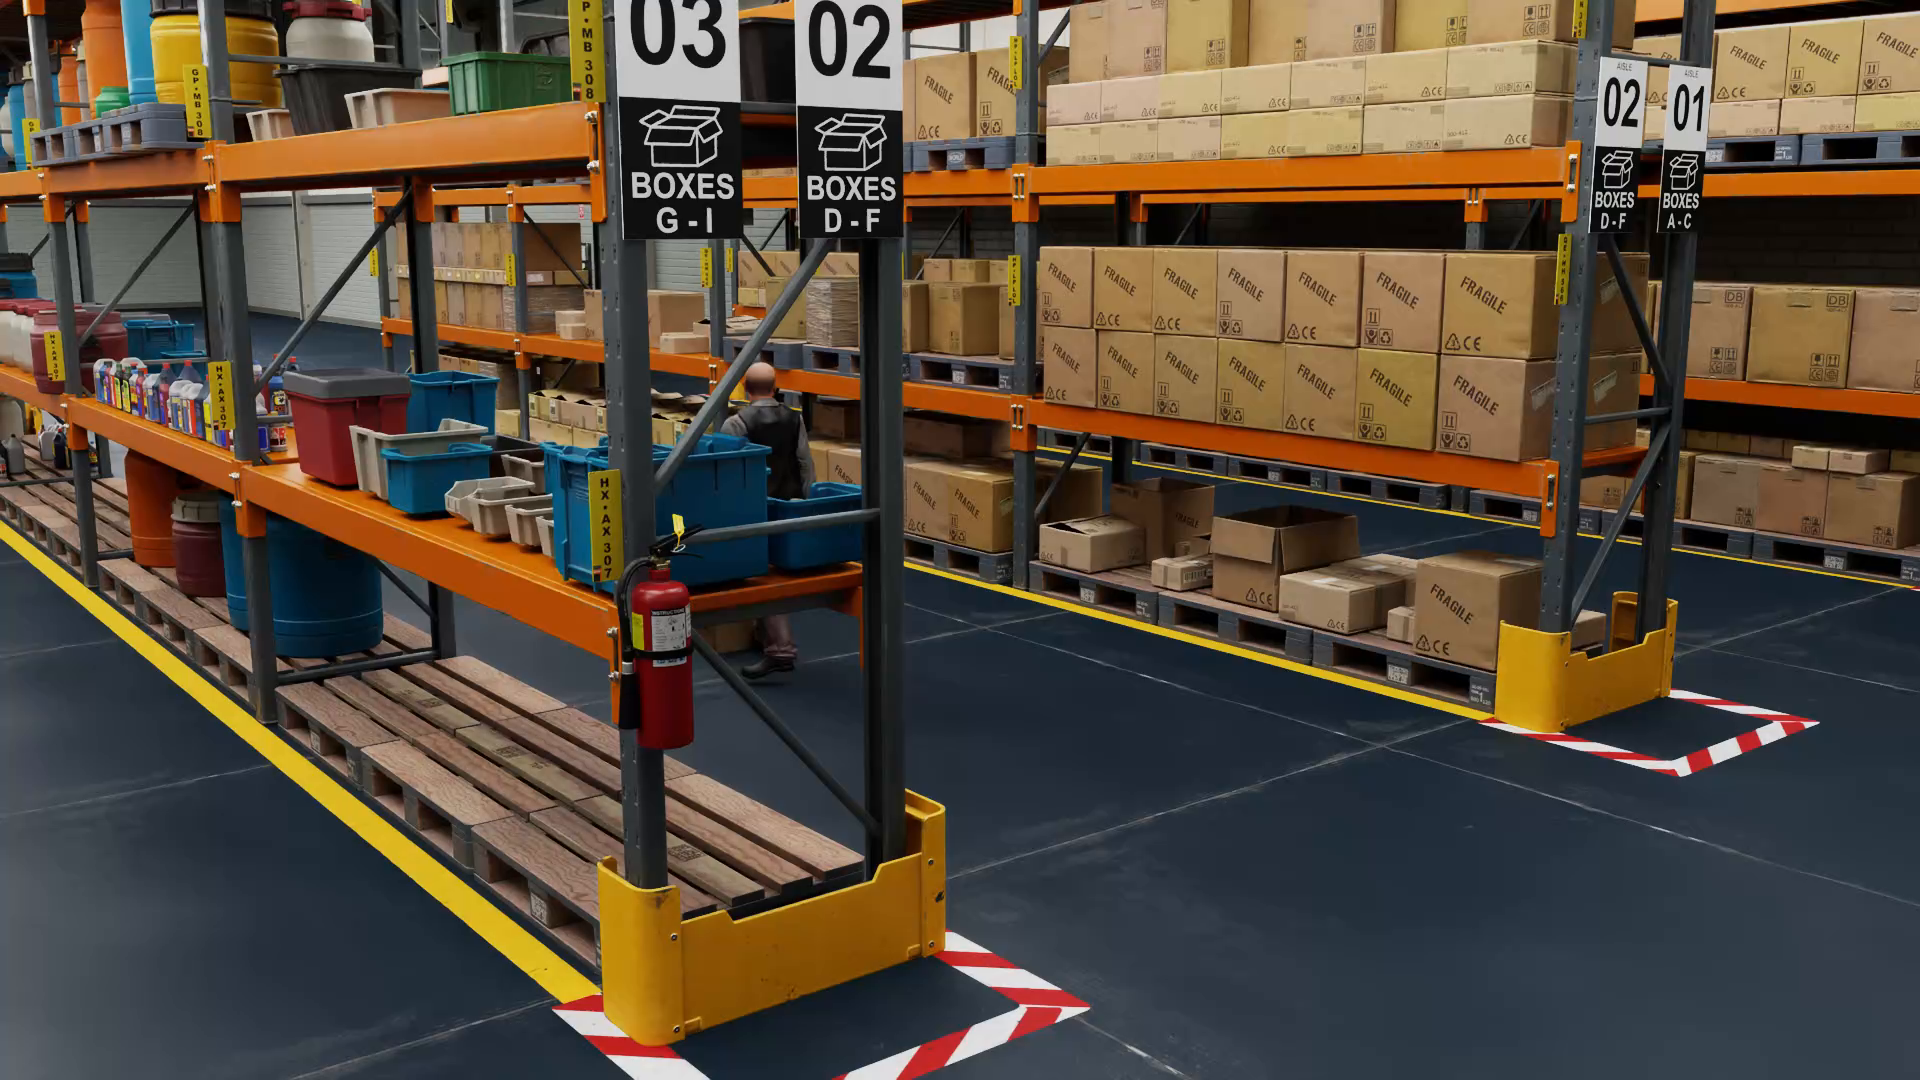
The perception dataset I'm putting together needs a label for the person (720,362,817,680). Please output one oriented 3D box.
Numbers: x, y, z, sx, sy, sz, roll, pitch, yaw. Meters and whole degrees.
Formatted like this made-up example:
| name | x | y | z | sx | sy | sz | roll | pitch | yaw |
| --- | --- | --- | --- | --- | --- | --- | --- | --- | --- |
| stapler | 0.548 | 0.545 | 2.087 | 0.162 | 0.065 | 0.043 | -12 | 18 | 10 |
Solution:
| name | x | y | z | sx | sy | sz | roll | pitch | yaw |
| --- | --- | --- | --- | --- | --- | --- | --- | --- | --- |
| person | -1.119 | -0.131 | 9.224 | 0.640 | 1.691 | 0.927 | -10 | 15 | -43 |
